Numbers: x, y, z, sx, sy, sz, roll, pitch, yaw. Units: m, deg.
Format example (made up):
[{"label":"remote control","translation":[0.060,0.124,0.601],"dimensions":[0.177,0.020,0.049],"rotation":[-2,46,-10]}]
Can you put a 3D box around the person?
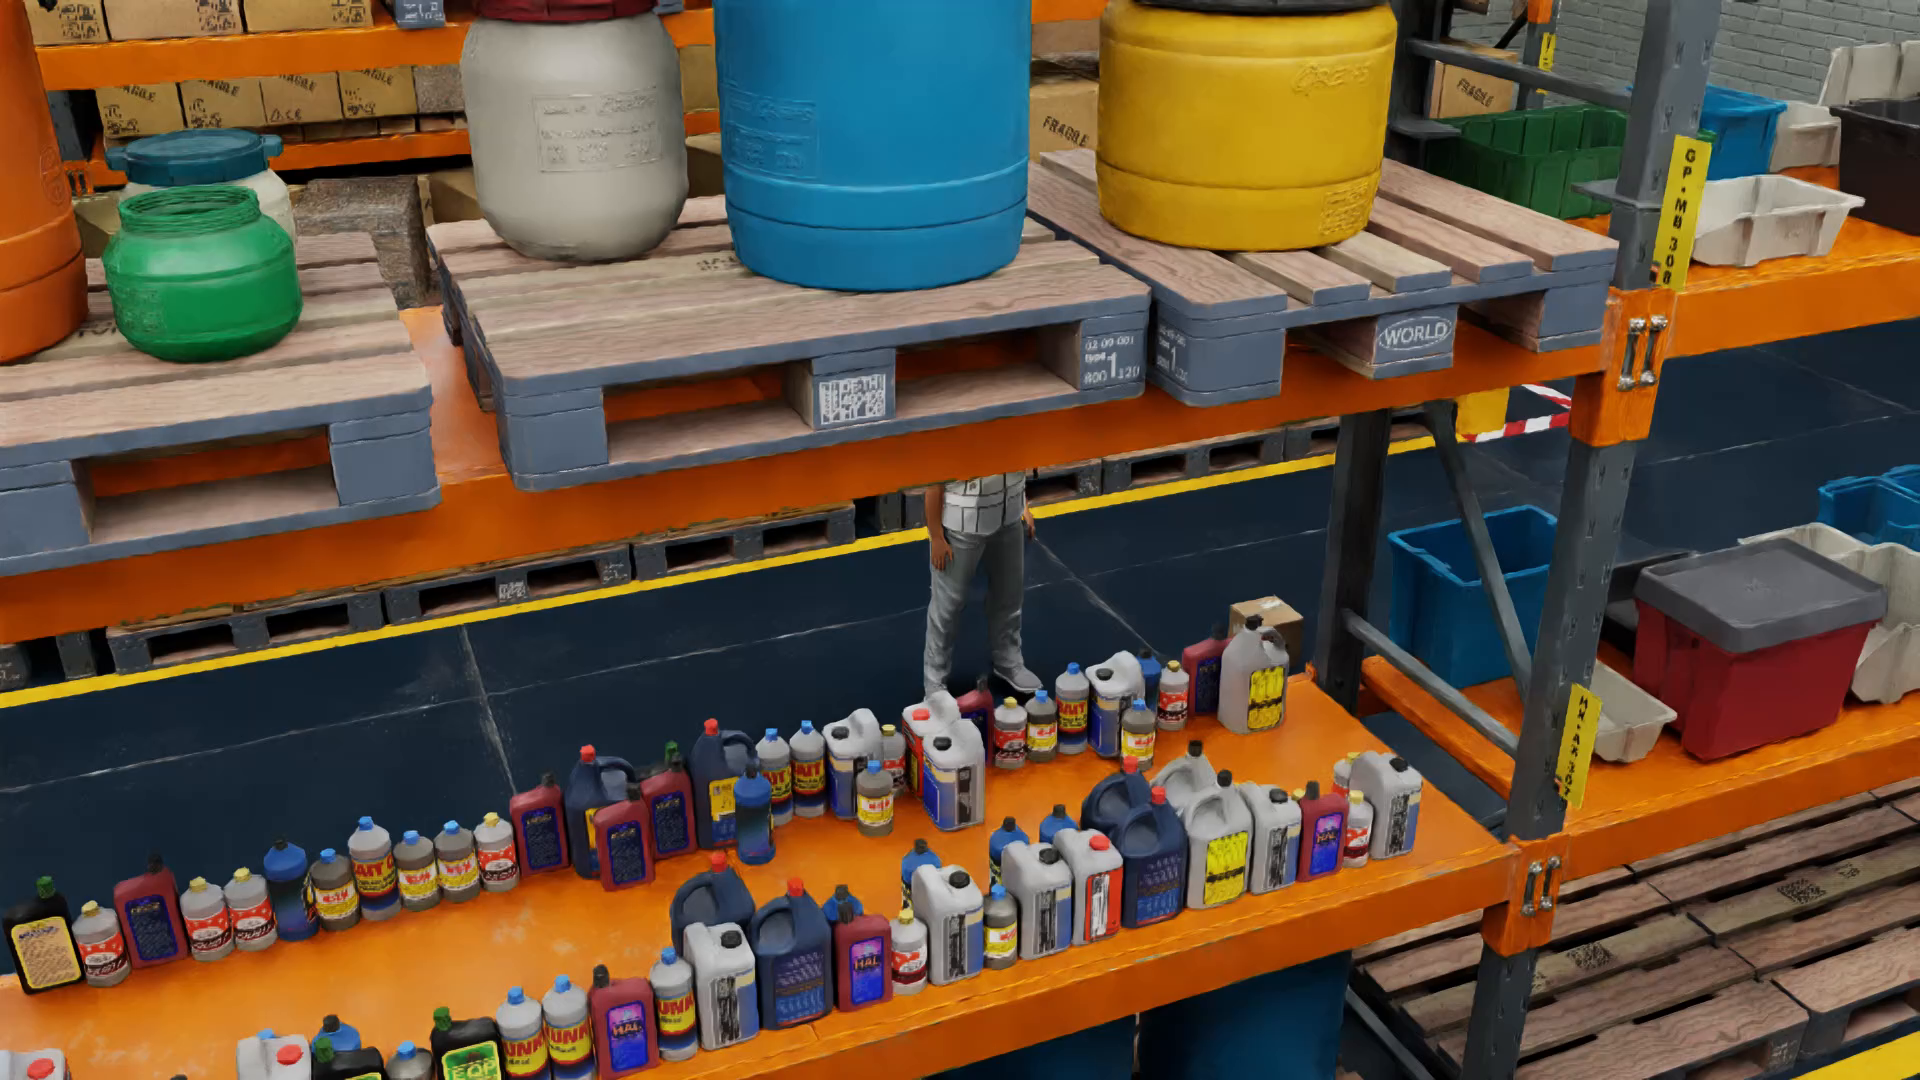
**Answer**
[{"label":"person","translation":[0.081,-0.060,7.181],"dimensions":[0.561,1.672,0.470],"rotation":[-21,33,-36]}]
